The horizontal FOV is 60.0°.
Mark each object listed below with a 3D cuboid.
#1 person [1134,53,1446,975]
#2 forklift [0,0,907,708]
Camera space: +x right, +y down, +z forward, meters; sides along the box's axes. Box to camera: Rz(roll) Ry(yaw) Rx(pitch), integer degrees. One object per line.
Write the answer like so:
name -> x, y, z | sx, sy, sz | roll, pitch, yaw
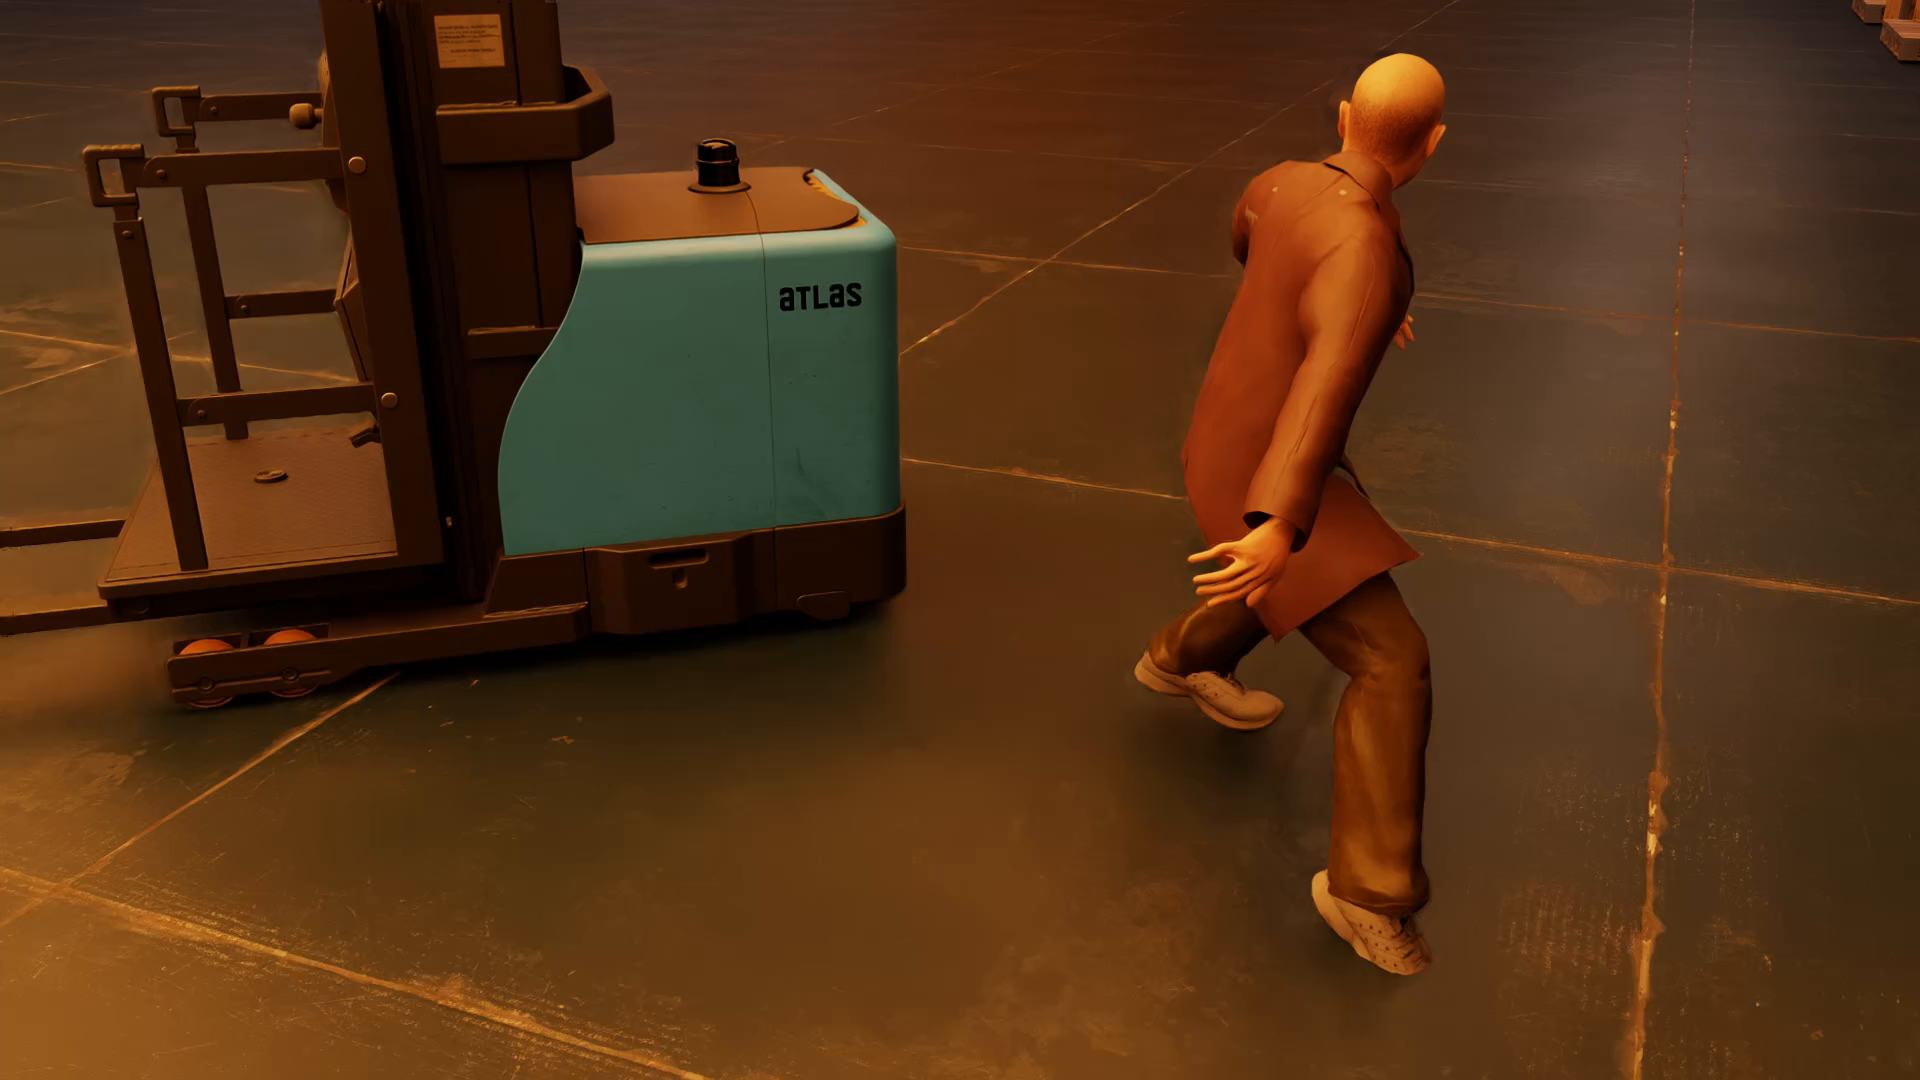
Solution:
person -> 0.700, -0.065, 3.323 | 0.602, 1.739, 1.143 | 1, 23, 1
forklift -> -1.724, -1.164, 4.078 | 3.031, 2.935, 1.130 | -6, 24, -15
